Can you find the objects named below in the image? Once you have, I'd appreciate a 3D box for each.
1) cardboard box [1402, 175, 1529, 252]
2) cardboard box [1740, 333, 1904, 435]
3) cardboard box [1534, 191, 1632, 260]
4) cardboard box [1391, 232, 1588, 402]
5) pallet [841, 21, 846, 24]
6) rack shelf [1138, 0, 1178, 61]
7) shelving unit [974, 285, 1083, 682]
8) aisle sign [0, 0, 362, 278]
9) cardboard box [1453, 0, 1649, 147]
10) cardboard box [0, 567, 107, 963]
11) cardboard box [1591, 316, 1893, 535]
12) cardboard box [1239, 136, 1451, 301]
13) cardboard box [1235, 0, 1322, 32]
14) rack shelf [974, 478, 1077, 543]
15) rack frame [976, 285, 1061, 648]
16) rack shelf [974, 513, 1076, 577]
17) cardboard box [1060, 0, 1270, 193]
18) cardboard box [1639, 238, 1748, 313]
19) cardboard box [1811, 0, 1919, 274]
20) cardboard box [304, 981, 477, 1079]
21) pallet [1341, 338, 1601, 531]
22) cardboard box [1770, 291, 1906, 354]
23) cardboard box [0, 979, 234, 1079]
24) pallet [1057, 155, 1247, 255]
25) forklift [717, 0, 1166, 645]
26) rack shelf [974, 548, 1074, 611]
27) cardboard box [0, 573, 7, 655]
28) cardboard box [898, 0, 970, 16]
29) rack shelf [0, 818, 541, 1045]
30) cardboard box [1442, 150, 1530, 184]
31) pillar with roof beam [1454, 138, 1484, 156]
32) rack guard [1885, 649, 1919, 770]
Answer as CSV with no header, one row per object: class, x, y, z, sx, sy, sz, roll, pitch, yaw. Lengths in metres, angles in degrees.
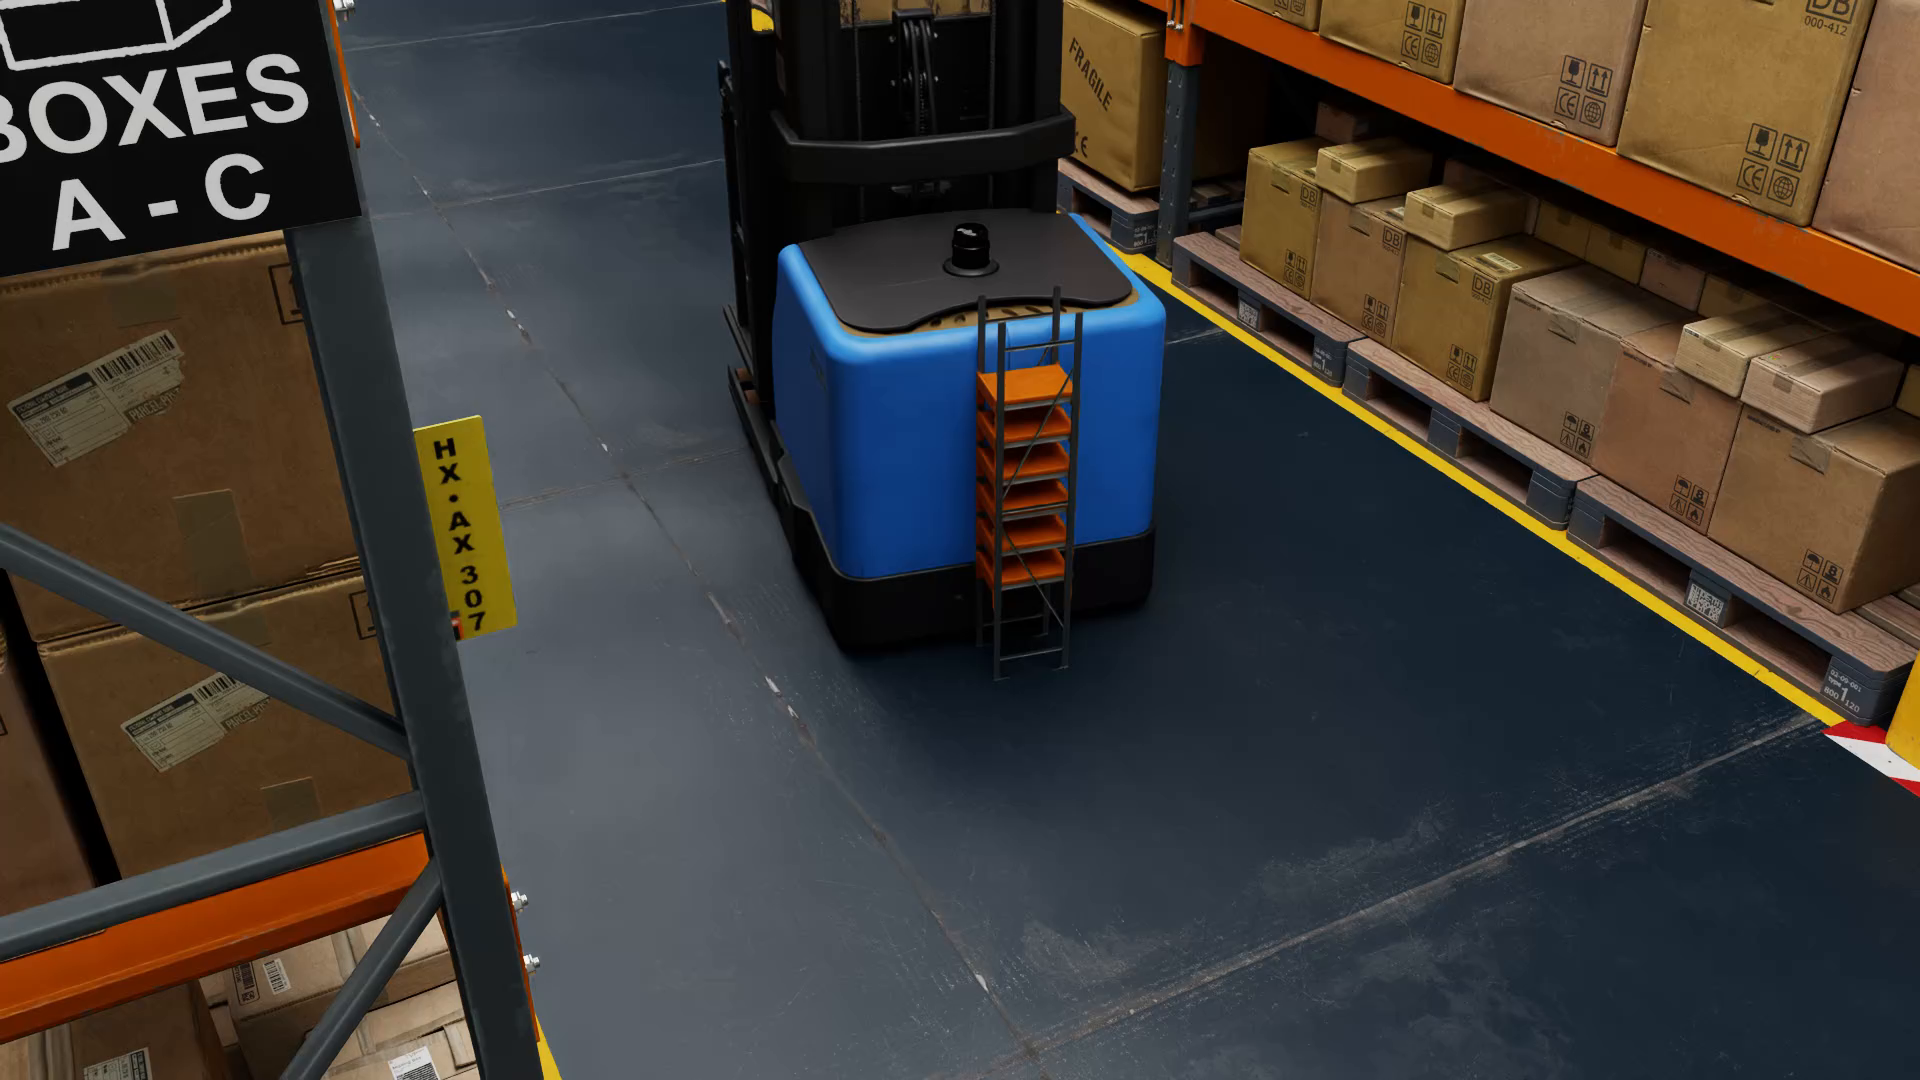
cardboard box,1.883,-1.221,6.202,0.380,0.149,0.250,-17,36,-24
cardboard box,2.612,-0.477,5.041,0.380,0.149,0.250,-16,36,-24
cardboard box,2.358,-1.178,6.135,0.380,0.149,0.250,-17,36,-24
cardboard box,2.110,-0.920,6.333,0.700,0.500,0.500,-15,36,-22
pallet,-0.181,-3.004,10.243,1.003,0.211,1.213,-16,36,-23
rack shelf,0.450,-3.316,8.812,1.077,0.370,4.000,-16,36,-23
shelving unit,0.191,-0.138,4.853,0.258,1.200,0.189,-9,34,-14
aisle sign,-0.841,-0.644,1.564,0.394,0.787,0.004,-16,36,-23
cardboard box,2.305,-1.833,5.553,0.980,0.700,0.700,-18,37,-25
cardboard box,-1.582,0.305,2.401,0.500,0.500,0.500,-15,35,-22
cardboard box,2.600,-0.428,5.565,0.700,0.500,0.500,-16,36,-23
cardboard box,1.641,-1.406,7.092,0.700,0.500,0.500,-15,36,-23
cardboard box,1.621,-2.528,6.637,0.980,0.700,0.700,-15,36,-22
rack shelf,0.191,-0.101,4.877,0.258,0.103,0.180,-9,34,-14
rack frame,0.165,-0.185,4.927,0.240,1.200,0.006,-9,34,-14
rack shelf,0.191,0.001,4.942,0.258,0.103,0.180,-9,34,-14
cardboard box,0.965,-2.214,8.028,0.750,0.750,0.750,-15,36,-23
cardboard box,2.596,-0.935,5.755,0.380,0.149,0.250,-15,36,-22
cardboard box,3.001,-1.123,4.444,0.980,0.700,0.700,-14,35,-21
cardboard box,-1.140,1.094,3.480,0.380,0.166,0.250,-16,36,-23
pallet,2.241,-0.525,6.374,1.003,0.211,1.213,-16,36,-23
cardboard box,2.831,-0.694,5.379,0.380,0.149,0.250,-16,36,-23
cardboard box,-1.604,1.162,3.065,0.500,0.500,0.500,-16,36,-23
pallet,0.957,-1.840,8.426,1.003,0.211,1.213,-16,36,-23
forklift,-0.280,-1.699,5.685,1.130,2.935,3.031,-9,34,-14
rack shelf,0.191,0.102,5.007,0.258,0.103,0.180,-9,34,-14
cardboard box,-1.583,-0.114,2.128,0.500,0.500,0.500,-16,36,-24
cardboard box,0.148,-3.042,9.320,0.750,0.750,0.750,-16,36,-23
rack shelf,-2.065,-0.159,3.885,1.077,0.370,4.000,-16,36,-23
cardboard box,2.120,-1.422,6.515,0.380,0.149,0.250,-17,36,-25
pillar with roof beam,-1.334,-3.991,3.638,9.100,9.000,0.400,-16,36,-23
rack guard,3.259,0.308,4.805,1.175,0.500,0.348,-16,36,-23
